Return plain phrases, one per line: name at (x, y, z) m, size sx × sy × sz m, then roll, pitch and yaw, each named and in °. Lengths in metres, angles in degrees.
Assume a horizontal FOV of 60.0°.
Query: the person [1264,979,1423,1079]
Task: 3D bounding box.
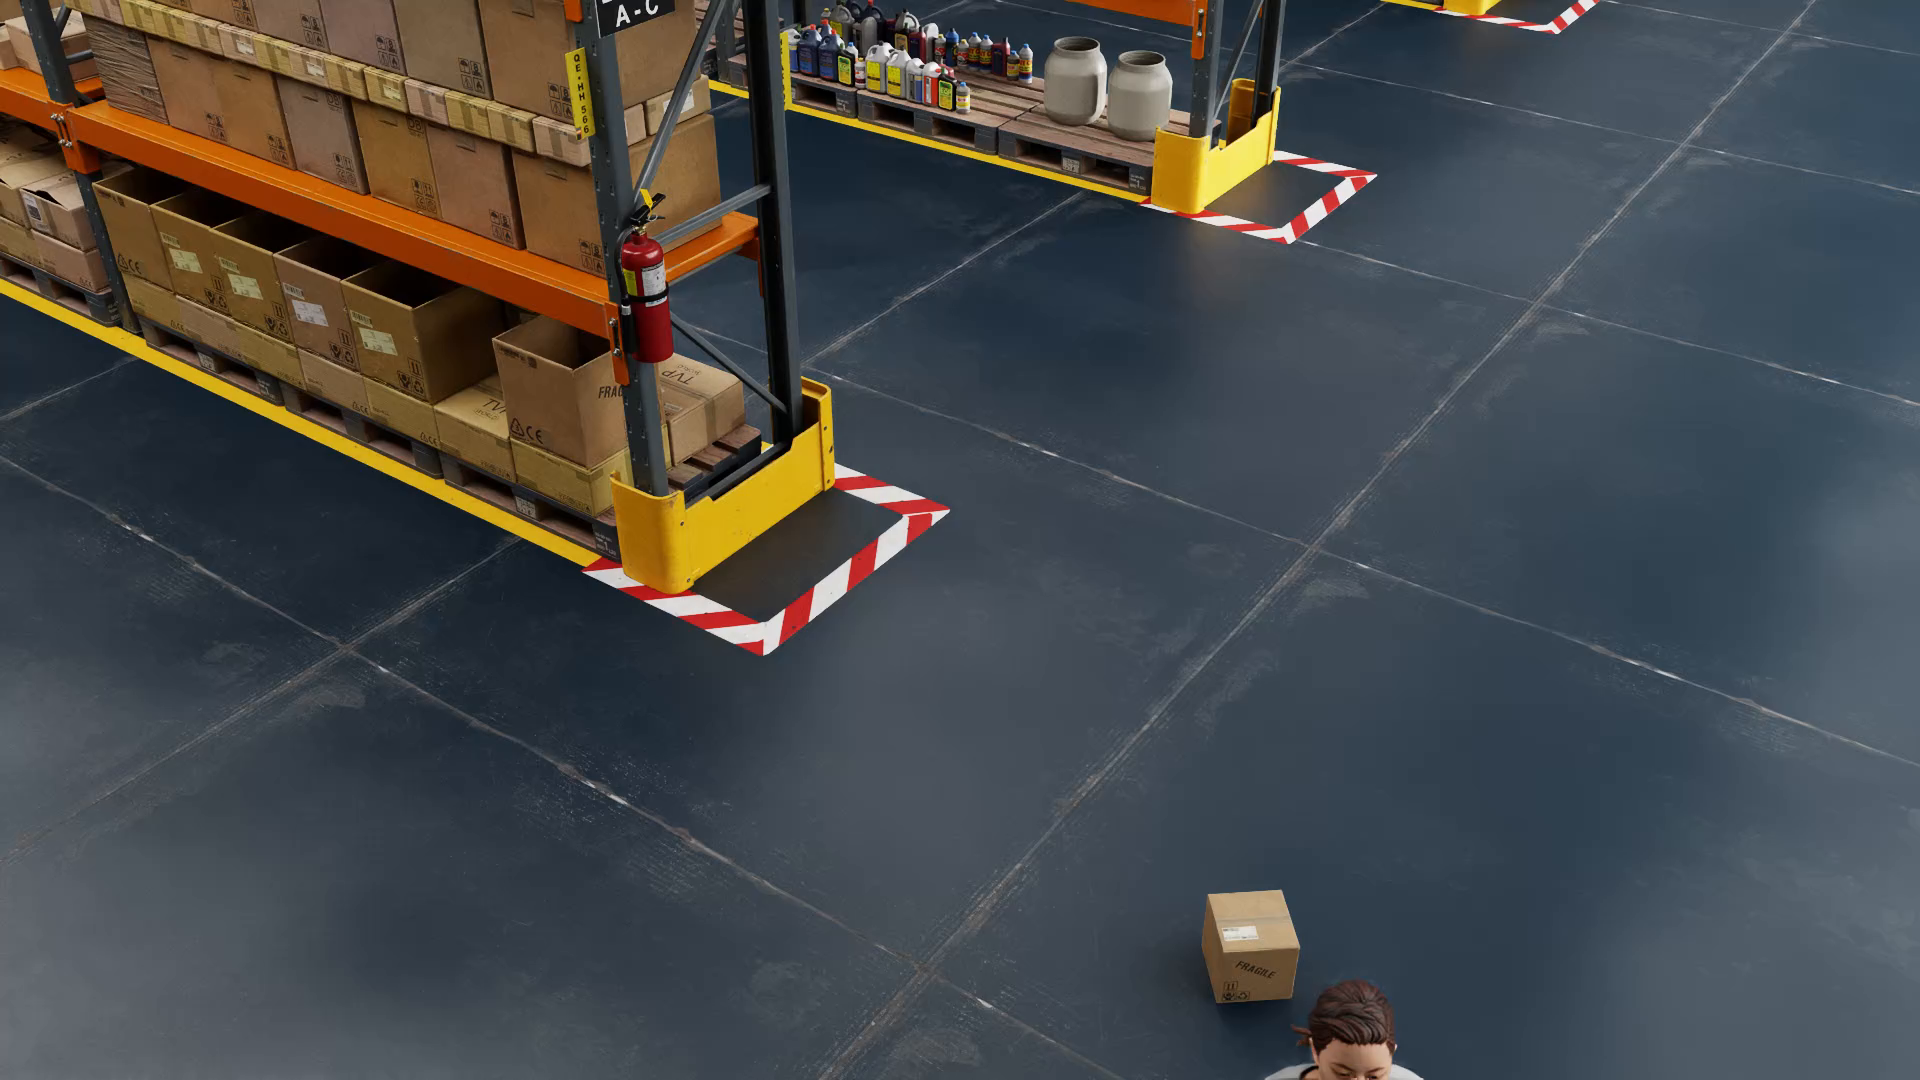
person at (0.820, 1.598, 3.826) m, size 0.439 × 1.630 × 0.930 m, roll -4°, pitch 35°, yaw -6°
